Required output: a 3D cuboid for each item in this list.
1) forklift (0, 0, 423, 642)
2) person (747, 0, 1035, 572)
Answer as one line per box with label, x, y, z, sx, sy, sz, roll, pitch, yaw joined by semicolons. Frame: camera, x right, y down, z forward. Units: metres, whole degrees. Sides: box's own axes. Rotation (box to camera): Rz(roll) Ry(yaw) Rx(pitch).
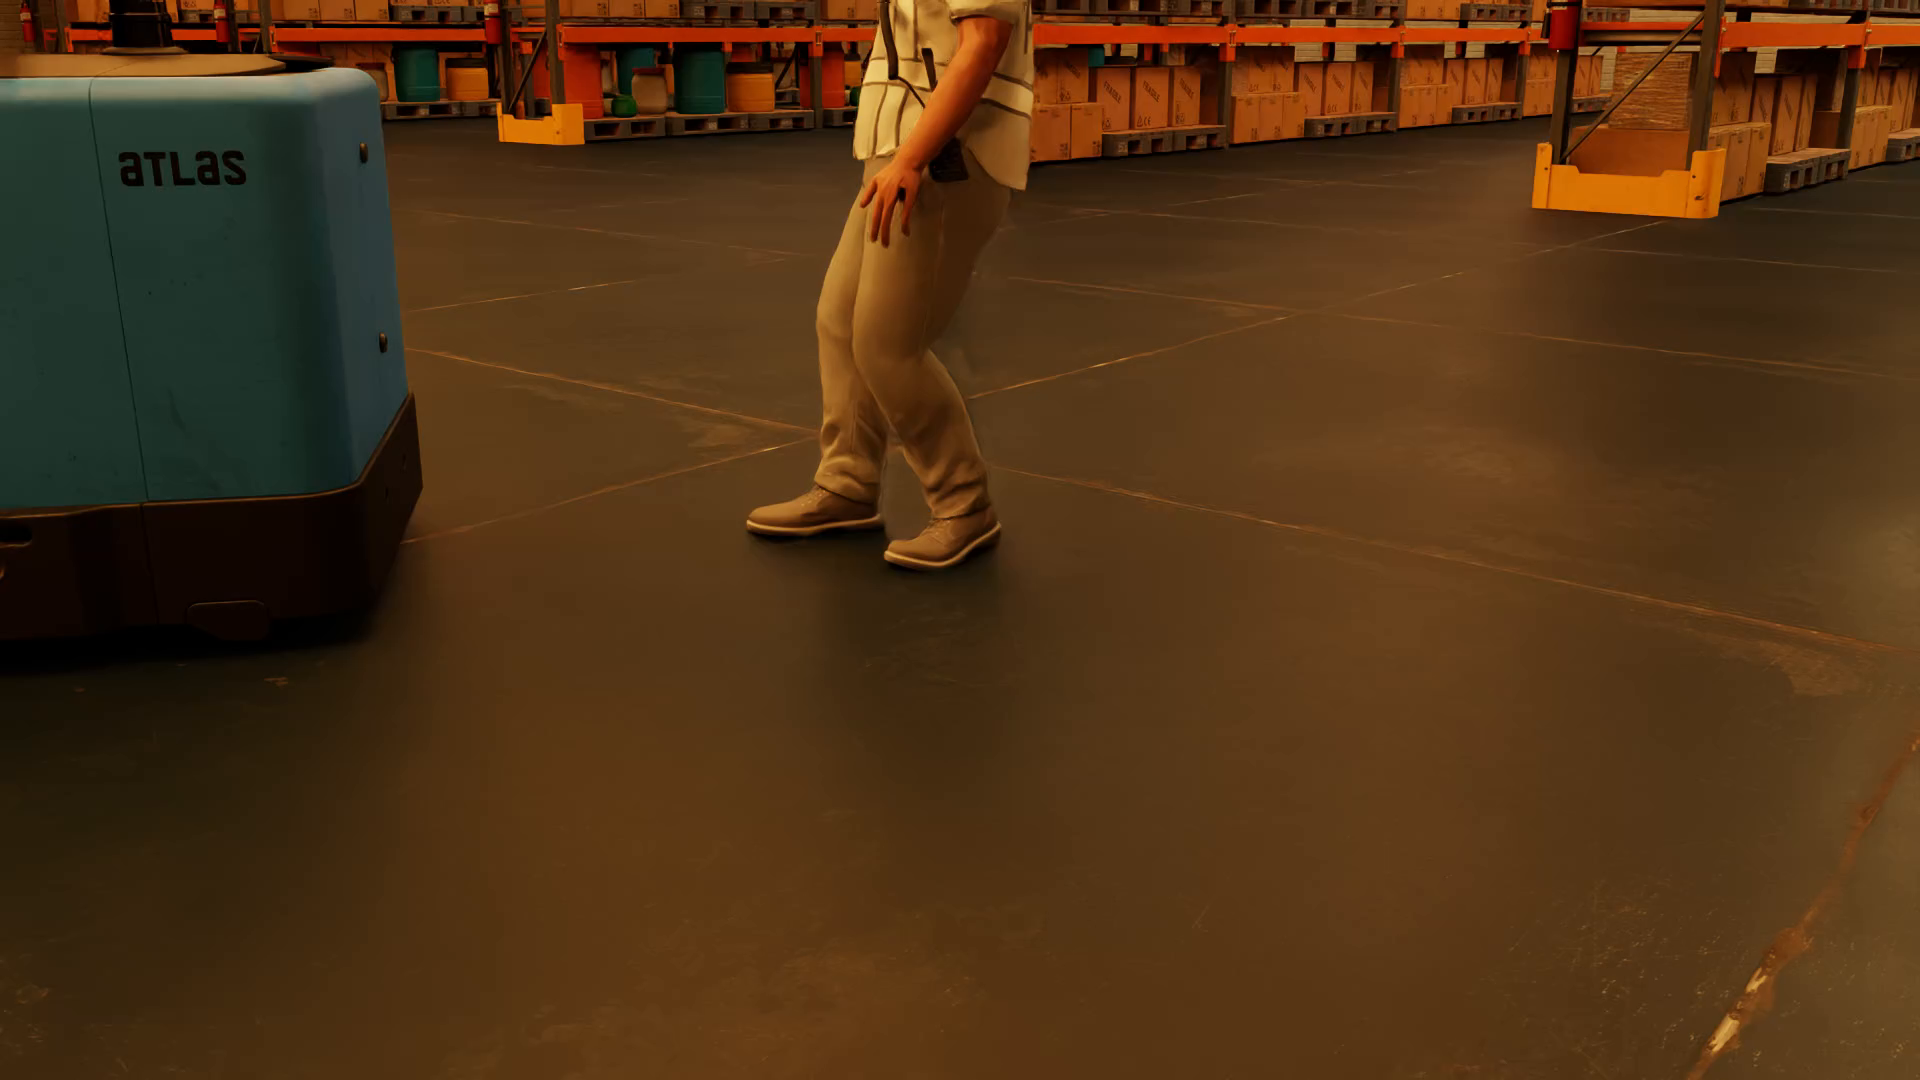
forklift;-2.735;-1.256;3.035;3.031;2.935;1.130;-3;17;-11
person;-0.174;-0.820;3.674;0.651;1.756;0.686;-2;17;-6
